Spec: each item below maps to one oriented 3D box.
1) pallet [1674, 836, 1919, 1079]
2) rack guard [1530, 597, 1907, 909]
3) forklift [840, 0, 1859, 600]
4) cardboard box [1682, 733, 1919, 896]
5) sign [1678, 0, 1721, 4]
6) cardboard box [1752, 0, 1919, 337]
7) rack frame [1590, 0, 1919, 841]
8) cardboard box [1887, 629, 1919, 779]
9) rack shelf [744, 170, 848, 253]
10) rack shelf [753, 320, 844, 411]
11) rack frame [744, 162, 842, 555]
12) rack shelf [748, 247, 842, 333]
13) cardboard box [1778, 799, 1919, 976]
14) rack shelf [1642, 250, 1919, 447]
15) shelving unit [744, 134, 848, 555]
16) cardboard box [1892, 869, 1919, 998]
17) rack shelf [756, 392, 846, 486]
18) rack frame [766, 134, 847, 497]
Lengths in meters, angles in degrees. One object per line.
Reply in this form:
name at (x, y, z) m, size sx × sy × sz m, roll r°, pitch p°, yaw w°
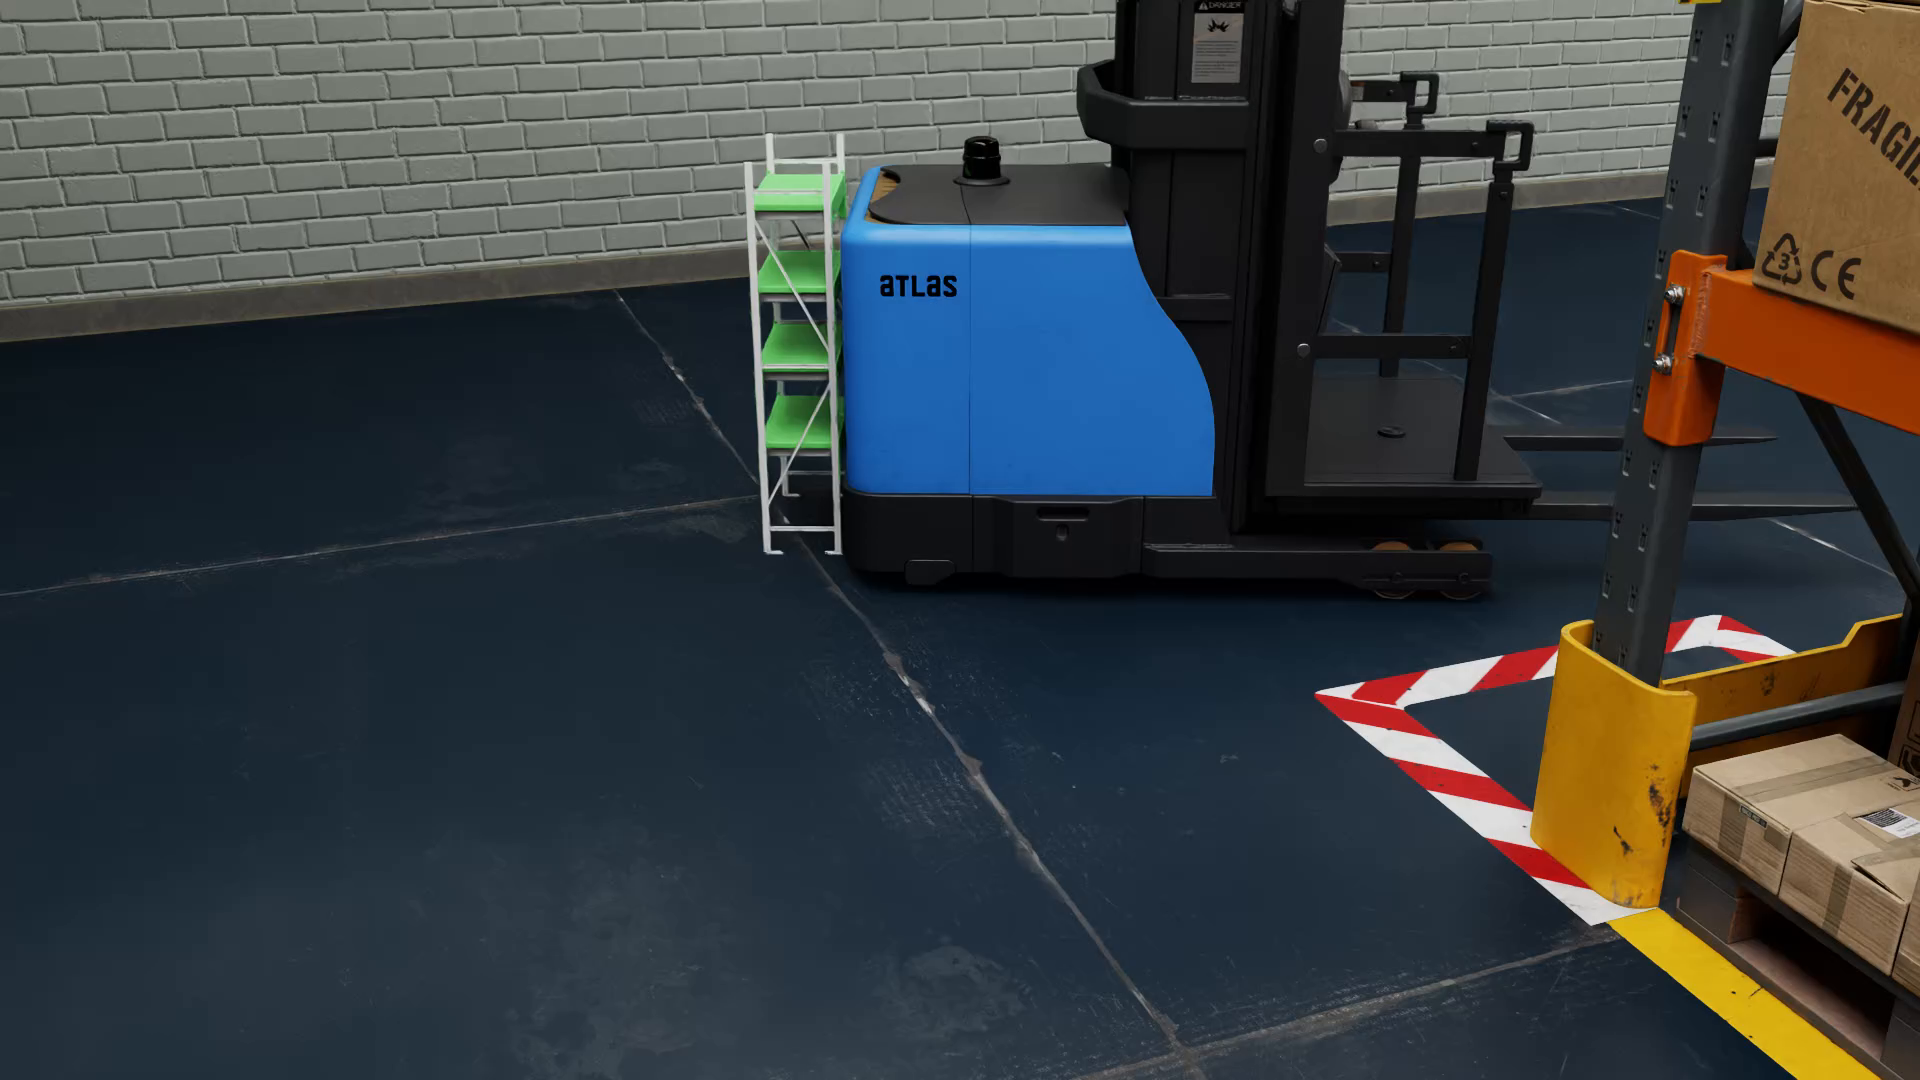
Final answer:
pallet at (2.136, 0.821, 3.032) m, size 1.003 × 0.211 × 1.213 m, roll -8°, pitch 24°, yaw -19°
rack guard at (1.854, 0.398, 3.663) m, size 1.175 × 0.500 × 0.348 m, roll -8°, pitch 24°, yaw -19°
forklift at (1.180, -1.385, 4.762) m, size 3.031 × 2.935 × 1.130 m, roll 0°, pitch 23°, yaw 1°
cardboard box at (1.653, 0.529, 3.238) m, size 0.380 × 0.149 × 0.250 m, roll -8°, pitch 24°, yaw -19°
sign at (1.319, -1.106, 2.898) m, size 0.100 × 0.325 × 0.005 m, roll -8°, pitch 24°, yaw -19°
cardboard box at (1.737, -0.630, 2.755) m, size 0.500 × 0.500 × 0.500 m, roll -8°, pitch 24°, yaw -18°
rack frame at (1.827, -0.782, 3.243) m, size 1.000 × 3.000 × 0.127 m, roll -8°, pitch 24°, yaw -19°
cardboard box at (2.249, 0.331, 3.254) m, size 0.500 × 0.500 × 0.500 m, roll -8°, pitch 24°, yaw -19°
rack shelf at (-0.483, -0.989, 4.980) m, size 0.258 × 0.148 × 0.480 m, roll 0°, pitch 23°, yaw 1°
rack shelf at (-0.482, -0.547, 5.166) m, size 0.258 × 0.148 × 0.480 m, roll 0°, pitch 23°, yaw 1°
rack frame at (-0.486, -0.511, 4.917) m, size 0.240 × 1.200 × 0.015 m, roll 0°, pitch 23°, yaw 1°
rack shelf at (-0.483, -0.768, 5.073) m, size 0.258 × 0.148 × 0.480 m, roll 0°, pitch 23°, yaw 1°
cardboard box at (1.742, 0.611, 3.019) m, size 0.380 × 0.166 × 0.250 m, roll -8°, pitch 24°, yaw -19°
rack shelf at (2.533, 0.276, 1.658) m, size 1.077 × 0.370 × 4.000 m, roll -8°, pitch 24°, yaw -19°
shelving unit at (-0.483, -0.606, 5.141) m, size 0.258 × 1.200 × 0.503 m, roll 0°, pitch 23°, yaw 1°
cardboard box at (1.930, 0.701, 2.699) m, size 0.500 × 0.250 × 0.500 m, roll -8°, pitch 24°, yaw -19°
rack shelf at (-0.482, -0.326, 5.259) m, size 0.258 × 0.148 × 0.480 m, roll 0°, pitch 23°, yaw 1°
rack frame at (-0.479, -0.700, 5.366) m, size 0.240 × 1.200 × 0.015 m, roll 0°, pitch 23°, yaw 1°
